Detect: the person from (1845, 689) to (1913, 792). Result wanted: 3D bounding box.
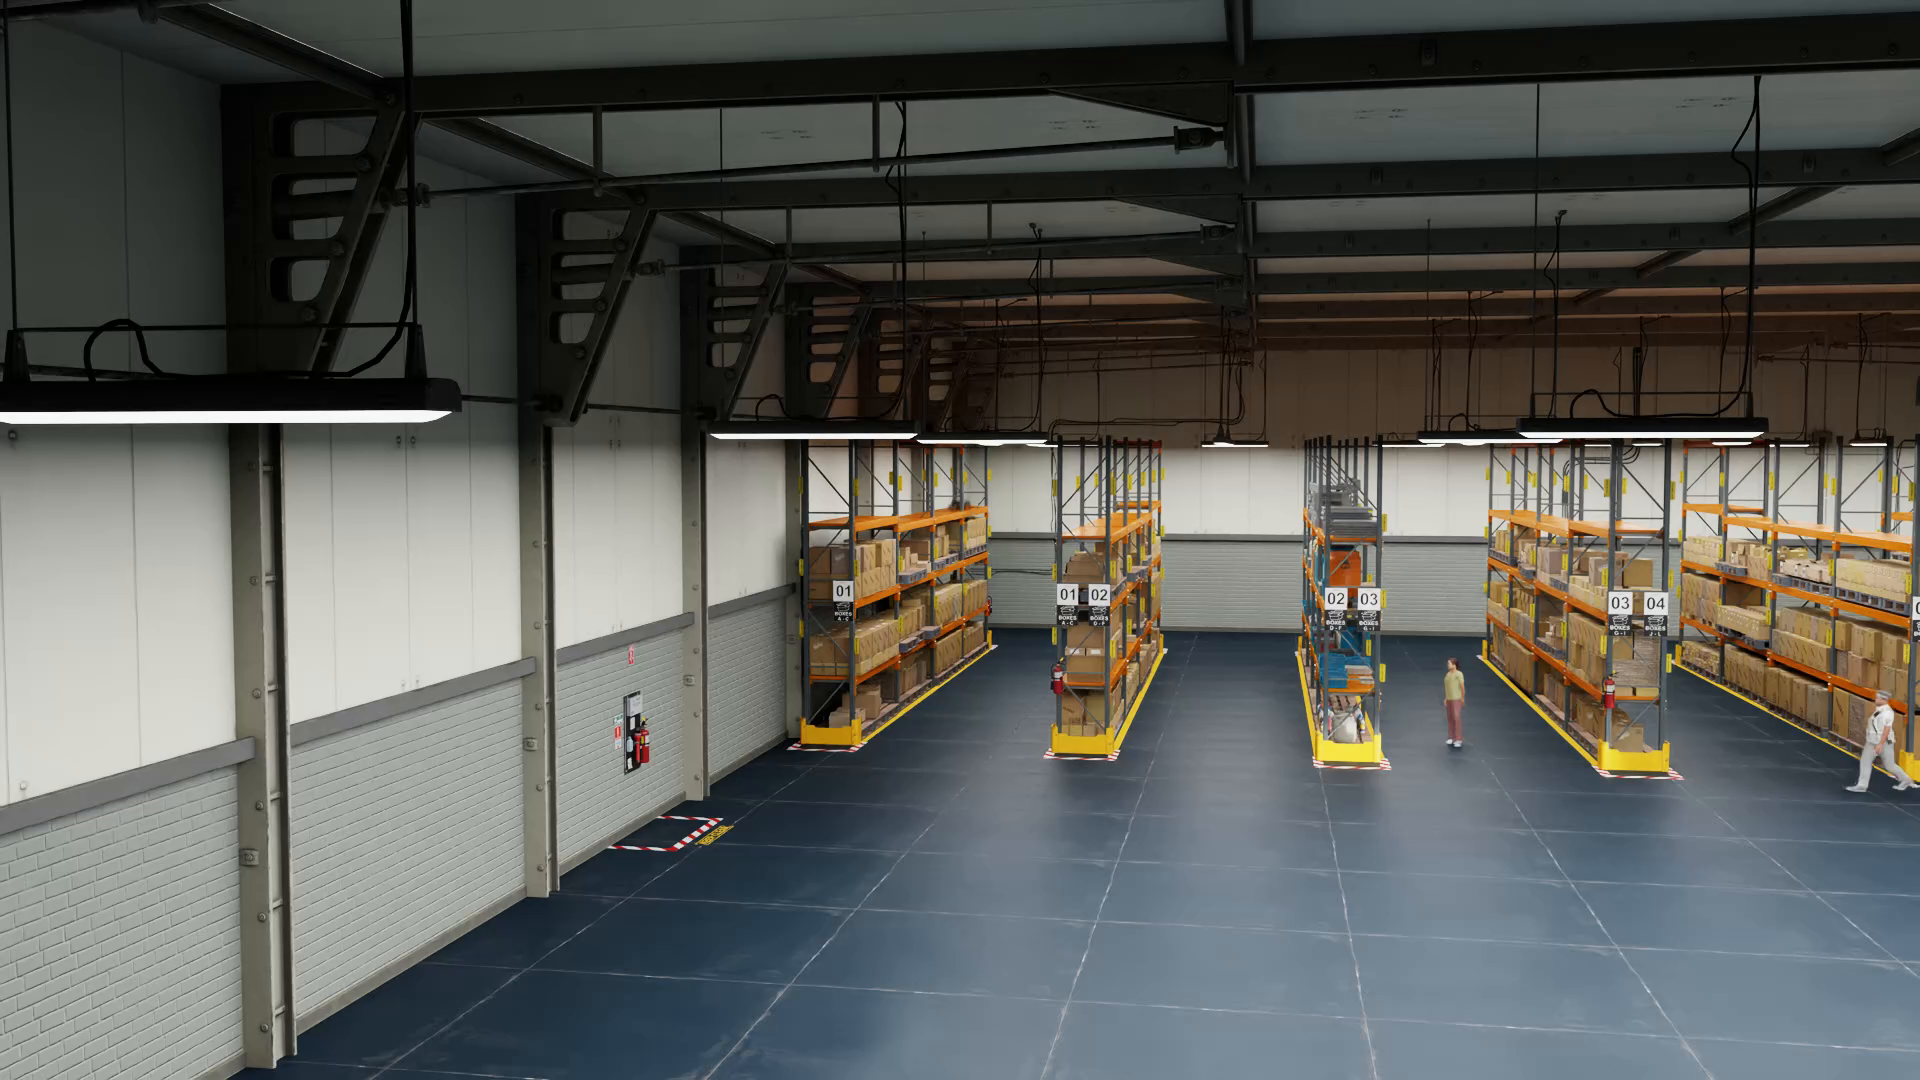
[{"bbox_3d":[15.338,3.353,27.679,0.974,1.735,0.512,-1,3,-12],"label":"person"}]

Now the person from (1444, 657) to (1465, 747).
[{"bbox_3d":[9.618,3.144,32.369,0.388,1.711,0.569,-1,3,-18],"label":"person"}]
